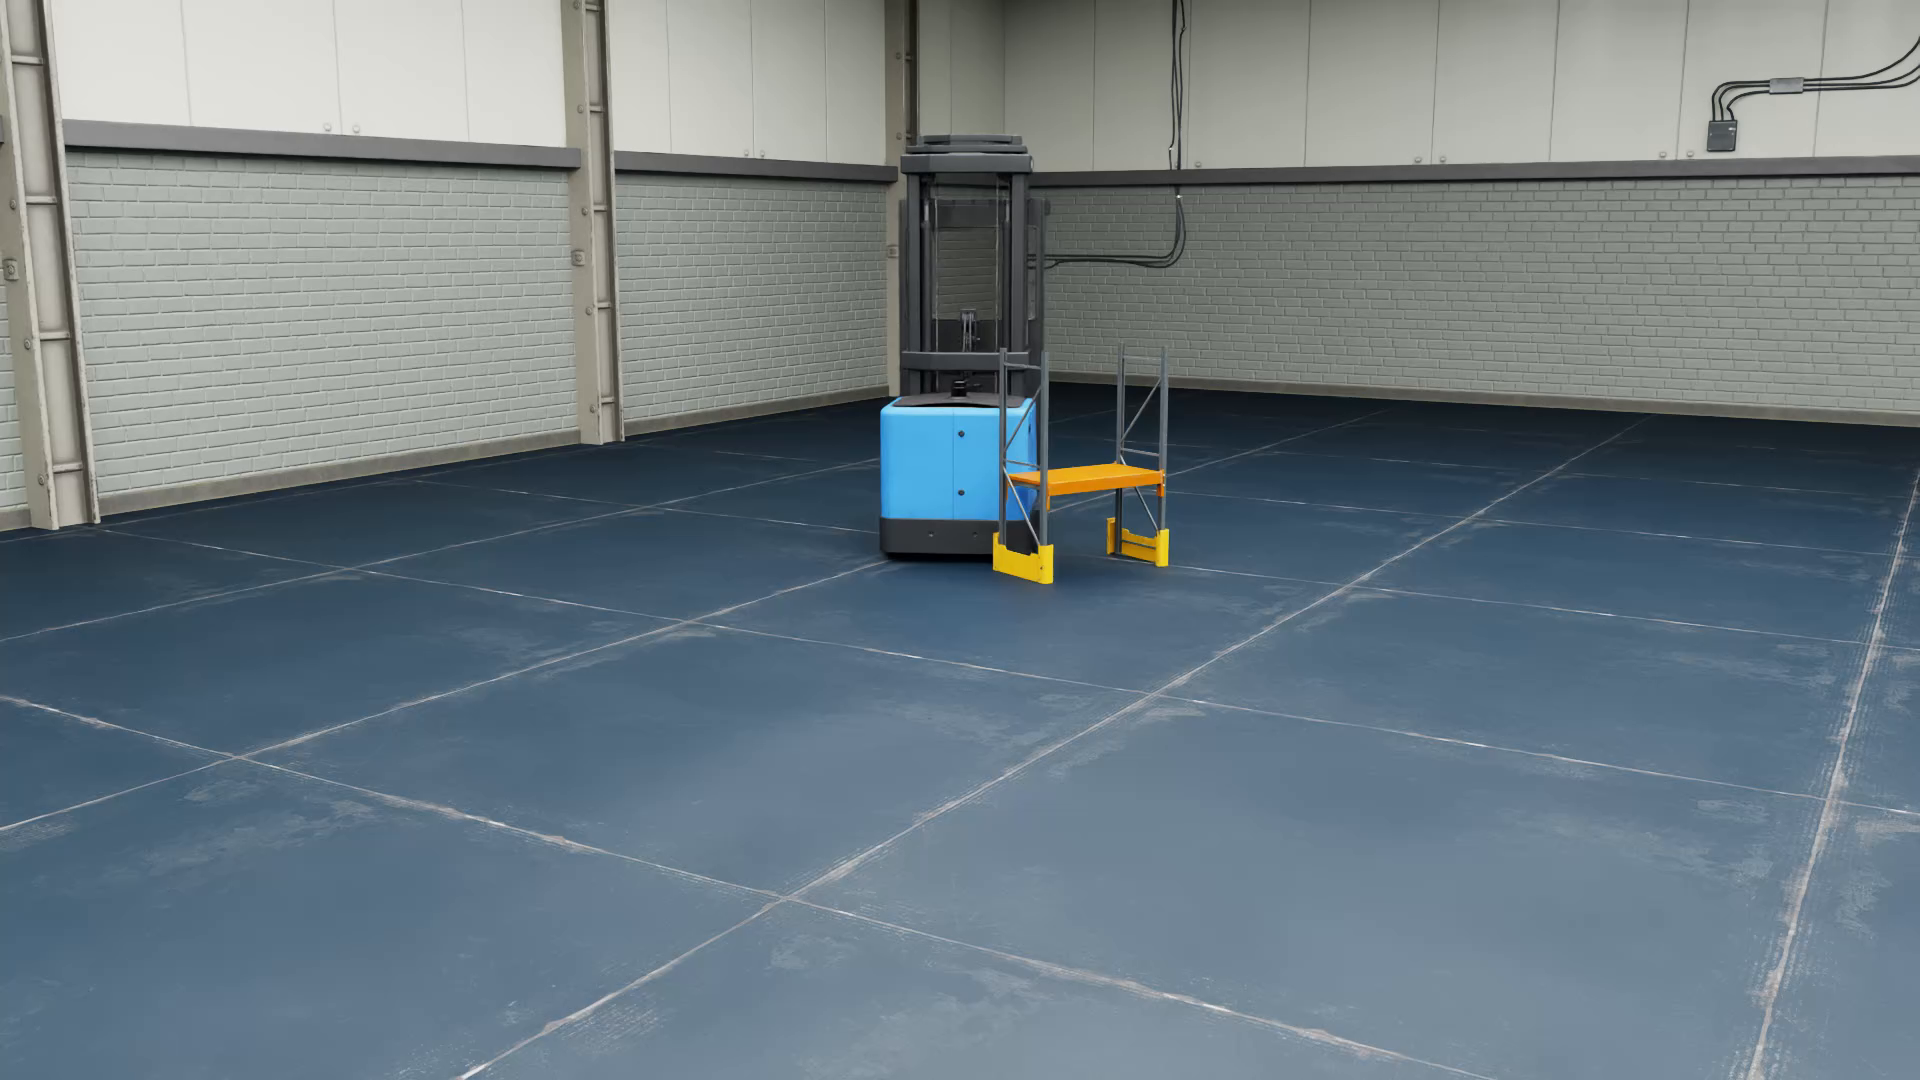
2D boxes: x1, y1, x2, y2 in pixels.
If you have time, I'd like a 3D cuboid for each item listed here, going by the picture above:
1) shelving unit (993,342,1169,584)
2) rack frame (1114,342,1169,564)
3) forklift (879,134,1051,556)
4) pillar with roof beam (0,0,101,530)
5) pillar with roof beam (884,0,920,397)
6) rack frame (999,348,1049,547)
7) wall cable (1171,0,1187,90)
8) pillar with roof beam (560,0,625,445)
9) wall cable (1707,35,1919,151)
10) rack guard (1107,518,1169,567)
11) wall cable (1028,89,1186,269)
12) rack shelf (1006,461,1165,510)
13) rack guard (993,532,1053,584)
[{"bbox_3d":[0.827,-0.550,11.230,1.083,1.500,0.587,-7,13,-34],"label":"shelving unit"},{"bbox_3d":[1.254,-0.604,11.517,0.032,1.500,0.500,-7,13,-34],"label":"rack frame"},{"bbox_3d":[0.116,-1.552,12.692,1.130,2.935,3.031,1,11,6],"label":"forklift"},{"bbox_3d":[-3.326,-4.135,10.000,9.100,9.000,0.400,6,12,31],"label":"pillar with roof beam"},{"bbox_3d":[2.904,-6.022,20.081,9.100,9.000,0.400,6,12,31],"label":"pillar with roof beam"},{"bbox_3d":[0.415,-0.498,10.952,0.032,1.500,0.500,-7,13,-34],"label":"rack frame"},{"bbox_3d":[4.197,-7.468,22.518,3.097,2.526,0.112,6,12,31],"label":"wall cable"},{"bbox_3d":[-0.211,-5.078,15.040,9.100,9.000,0.400,6,12,31],"label":"pillar with roof beam"},{"bbox_3d":[9.990,-7.532,18.907,2.305,6.003,0.169,6,12,31],"label":"wall cable"},{"bbox_3d":[1.238,0.013,11.621,0.087,0.250,0.587,-7,13,-34],"label":"rack guard"},{"bbox_3d":[1.885,-5.244,24.363,3.097,2.526,0.112,6,12,31],"label":"wall cable"},{"bbox_3d":[0.834,-0.374,11.268,1.000,0.185,0.538,-7,13,-34],"label":"rack shelf"},{"bbox_3d":[0.416,0.116,11.068,0.087,0.250,0.587,-7,13,-34],"label":"rack guard"}]
